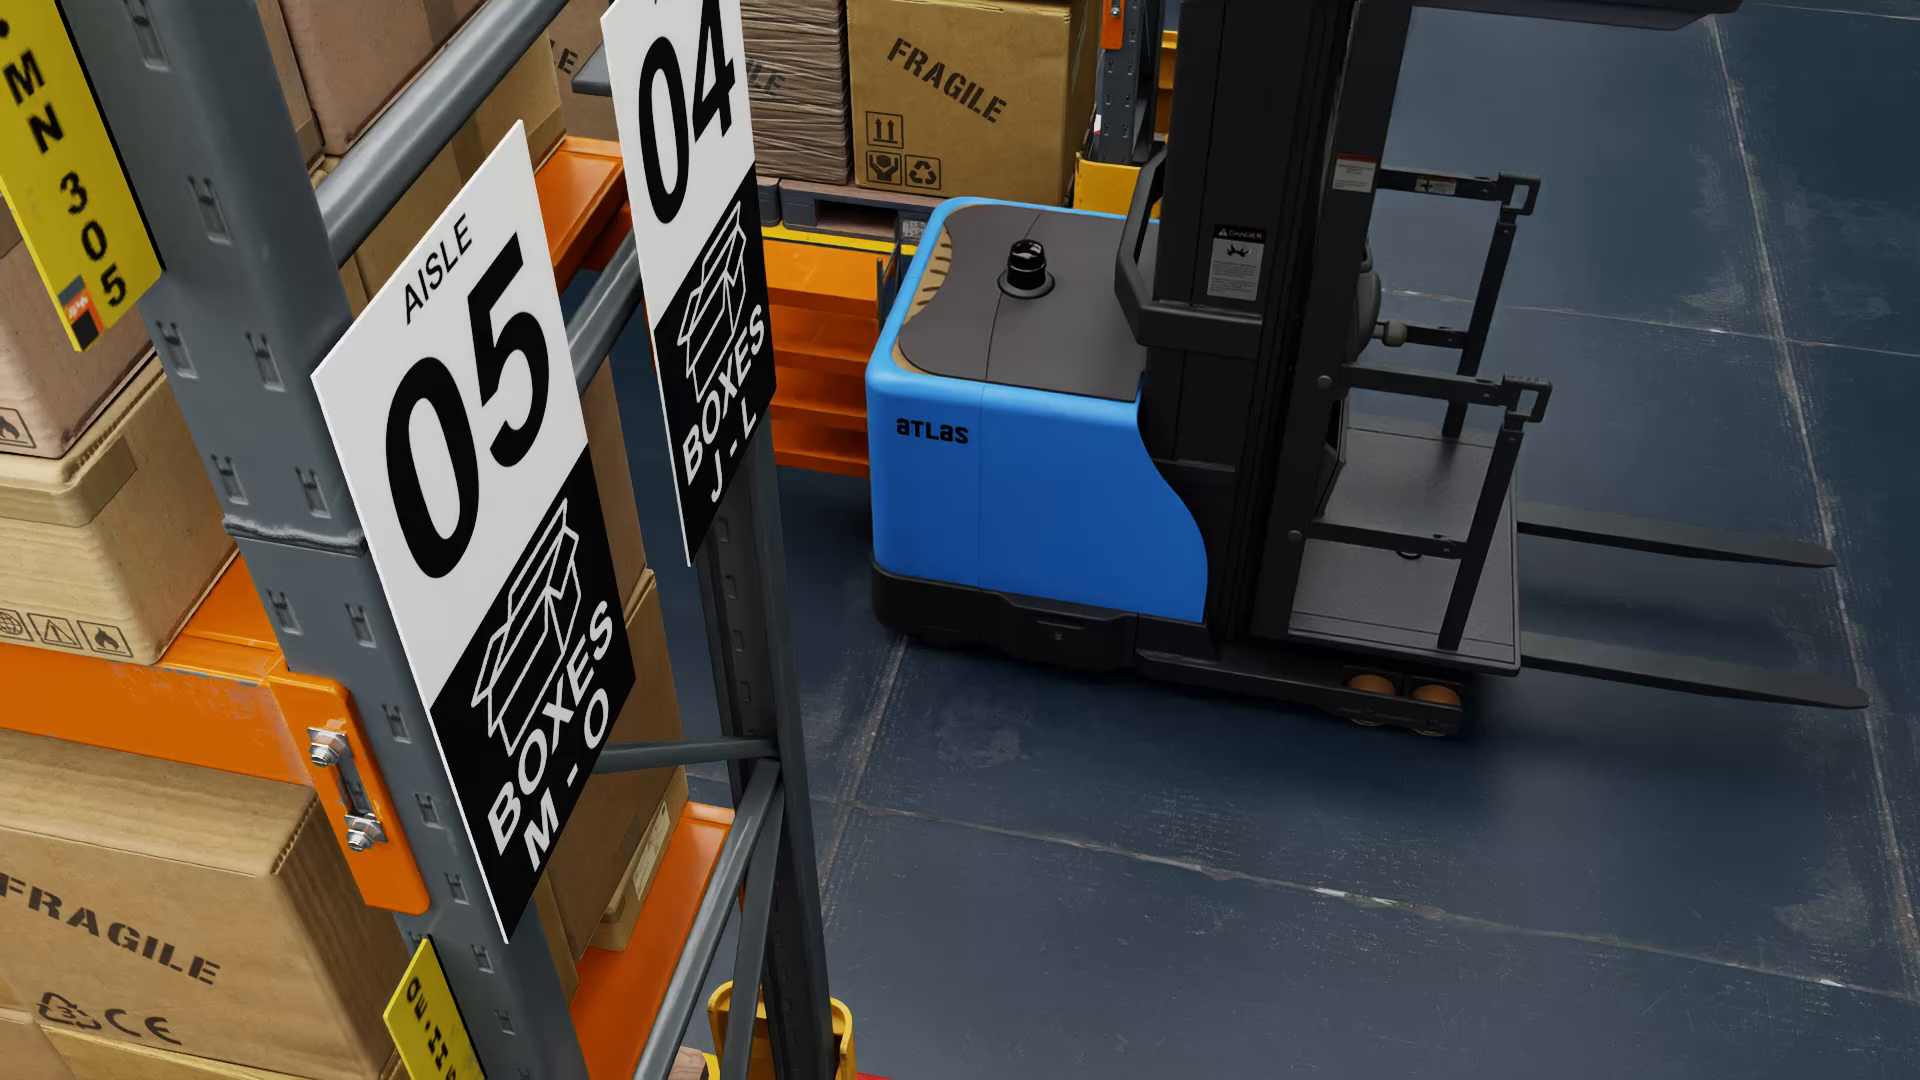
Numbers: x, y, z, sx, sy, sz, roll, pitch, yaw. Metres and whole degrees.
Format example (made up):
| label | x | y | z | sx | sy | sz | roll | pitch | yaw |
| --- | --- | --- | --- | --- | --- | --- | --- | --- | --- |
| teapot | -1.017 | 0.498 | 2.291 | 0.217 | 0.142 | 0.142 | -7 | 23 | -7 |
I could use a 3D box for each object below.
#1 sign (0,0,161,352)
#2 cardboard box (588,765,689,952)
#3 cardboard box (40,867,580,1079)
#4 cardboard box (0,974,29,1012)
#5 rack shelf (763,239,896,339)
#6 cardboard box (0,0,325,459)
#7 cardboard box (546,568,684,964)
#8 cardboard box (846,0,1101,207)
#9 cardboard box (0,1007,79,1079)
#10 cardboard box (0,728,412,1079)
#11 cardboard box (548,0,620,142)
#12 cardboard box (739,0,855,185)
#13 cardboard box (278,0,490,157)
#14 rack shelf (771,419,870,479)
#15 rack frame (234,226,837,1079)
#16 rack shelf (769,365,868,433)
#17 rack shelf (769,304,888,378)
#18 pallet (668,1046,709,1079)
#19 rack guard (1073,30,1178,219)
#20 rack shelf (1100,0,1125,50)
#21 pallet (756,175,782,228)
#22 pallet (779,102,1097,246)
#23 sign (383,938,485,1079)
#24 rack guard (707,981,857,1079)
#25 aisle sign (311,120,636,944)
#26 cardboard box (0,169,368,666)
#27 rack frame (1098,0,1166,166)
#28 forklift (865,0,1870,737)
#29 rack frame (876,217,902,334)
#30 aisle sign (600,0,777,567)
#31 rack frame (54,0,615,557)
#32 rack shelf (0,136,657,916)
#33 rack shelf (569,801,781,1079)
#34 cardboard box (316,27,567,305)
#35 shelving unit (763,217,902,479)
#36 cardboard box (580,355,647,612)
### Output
| label | x | y | z | sx | sy | sz | roll | pitch | yaw |
| --- | --- | --- | --- | --- | --- | --- | --- | --- | --- |
| sign | -0.600 | -0.280 | 1.076 | 0.005 | 0.325 | 0.100 | 9 | 45 | 9 |
| cardboard box | -0.704 | 0.567 | 3.179 | 0.250 | 0.149 | 0.380 | 8 | 45 | 9 |
| cardboard box | -0.954 | 0.710 | 2.562 | 0.500 | 0.500 | 0.500 | 10 | 45 | 10 |
| cardboard box | -1.454 | 0.266 | 2.303 | 0.500 | 0.500 | 0.500 | 7 | 44 | 8 |
| rack shelf | -0.451 | -0.785 | 5.133 | 0.480 | 0.148 | 0.258 | 9 | 45 | 9 |
| cardboard box | -0.964 | -0.357 | 1.542 | 0.500 | 0.250 | 0.500 | 8 | 44 | 8 |
| cardboard box | -0.837 | 0.349 | 2.937 | 0.500 | 0.500 | 0.500 | 11 | 45 | 11 |
| cardboard box | 0.081 | -2.022 | 6.917 | 0.875 | 0.875 | 0.875 | 9 | 45 | 9 |
| cardboard box | -1.455 | 0.629 | 2.647 | 0.500 | 0.500 | 0.500 | 8 | 45 | 8 |
| cardboard box | -0.960 | 0.343 | 2.223 | 0.500 | 0.500 | 0.500 | 8 | 44 | 8 |
| cardboard box | -1.676 | -2.295 | 7.201 | 0.875 | 0.875 | 0.875 | 9 | 45 | 9 |
| cardboard box | -0.807 | -2.160 | 7.061 | 0.875 | 0.875 | 0.875 | 9 | 45 | 9 |
| cardboard box | -0.840 | -0.703 | 1.902 | 0.500 | 0.250 | 0.500 | 9 | 45 | 10 |
| rack shelf | -0.451 | -0.310 | 5.590 | 0.480 | 0.148 | 0.258 | 9 | 45 | 9 |
| rack frame | -0.459 | 0.748 | 2.810 | 0.127 | 3.000 | 1.000 | 9 | 45 | 9 |
| rack shelf | -0.451 | -0.453 | 5.452 | 0.480 | 0.148 | 0.258 | 9 | 45 | 9 |
| rack shelf | -0.451 | -0.614 | 5.297 | 0.480 | 0.148 | 0.258 | 9 | 45 | 9 |
| pallet | -1.318 | 1.594 | 3.942 | 1.213 | 0.211 | 1.003 | 9 | 45 | 9 |
| rack guard | 0.746 | -1.690 | 7.145 | 0.348 | 0.500 | 1.175 | 9 | 45 | 9 |
| rack shelf | -1.229 | -2.637 | 6.846 | 4.000 | 0.370 | 1.077 | 9 | 45 | 9 |
| pallet | -1.262 | -1.843 | 7.513 | 1.213 | 0.211 | 1.003 | 9 | 45 | 9 |
| pallet | -0.075 | -1.657 | 7.320 | 1.213 | 0.211 | 1.003 | 9 | 45 | 9 |
| sign | -0.600 | 0.589 | 1.912 | 0.005 | 0.325 | 0.100 | 9 | 45 | 9 |
| rack guard | -0.533 | 1.637 | 3.689 | 0.348 | 0.500 | 1.175 | 9 | 45 | 9 |
| aisle sign | -0.453 | 0.025 | 1.686 | 0.004 | 0.787 | 0.394 | 9 | 45 | 9 |
| cardboard box | -0.961 | -0.169 | 1.708 | 0.500 | 0.250 | 0.500 | 8 | 44 | 8 |
| rack frame | 0.723 | -2.594 | 6.282 | 0.127 | 3.000 | 1.000 | 9 | 45 | 9 |
| forklift | 1.287 | -0.858 | 4.527 | 3.031 | 2.935 | 1.130 | 9 | 45 | 9 |
| rack frame | -0.213 | -0.465 | 5.368 | 0.015 | 1.200 | 0.240 | 9 | 45 | 9 |
| aisle sign | -0.322 | -0.381 | 2.108 | 0.004 | 0.787 | 0.394 | 9 | 45 | 9 |
| rack frame | -0.459 | -1.414 | 0.730 | 0.127 | 3.000 | 1.000 | 9 | 45 | 9 |
| rack shelf | -2.411 | -0.377 | 2.334 | 4.000 | 0.370 | 1.077 | 9 | 45 | 9 |
| rack shelf | -2.411 | 0.704 | 3.374 | 4.000 | 0.370 | 1.077 | 9 | 45 | 9 |
| cardboard box | -0.841 | -0.520 | 2.072 | 0.500 | 0.250 | 0.500 | 10 | 45 | 11 |
| shelving unit | -0.451 | -0.502 | 5.406 | 0.503 | 1.200 | 0.258 | 9 | 45 | 9 |
| cardboard box | -0.839 | -0.004 | 2.583 | 0.500 | 0.500 | 0.500 | 9 | 45 | 9 |
